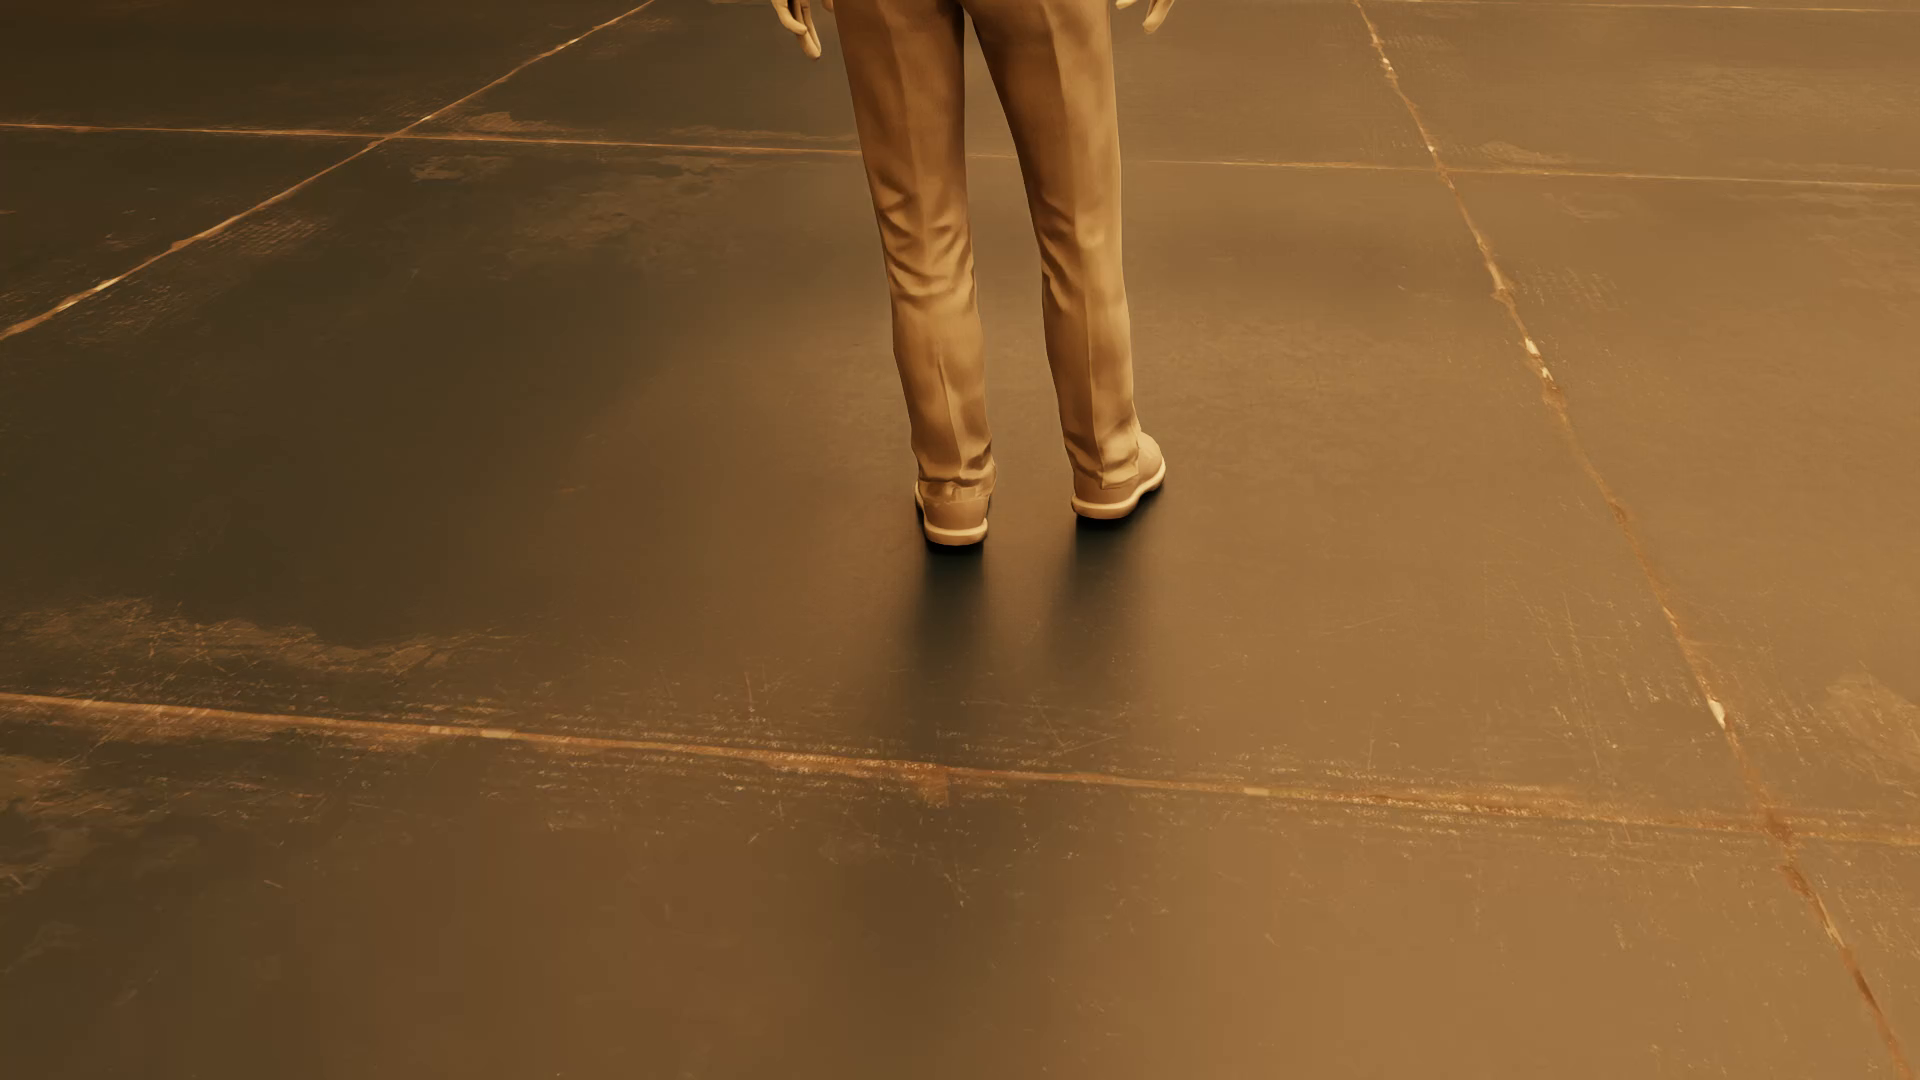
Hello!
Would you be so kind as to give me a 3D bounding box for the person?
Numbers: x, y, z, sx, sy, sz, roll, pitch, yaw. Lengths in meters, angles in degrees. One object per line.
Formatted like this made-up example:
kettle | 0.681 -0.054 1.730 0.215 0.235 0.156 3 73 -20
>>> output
person | 0.016 -0.795 2.179 0.586 1.694 0.530 3 27 7
